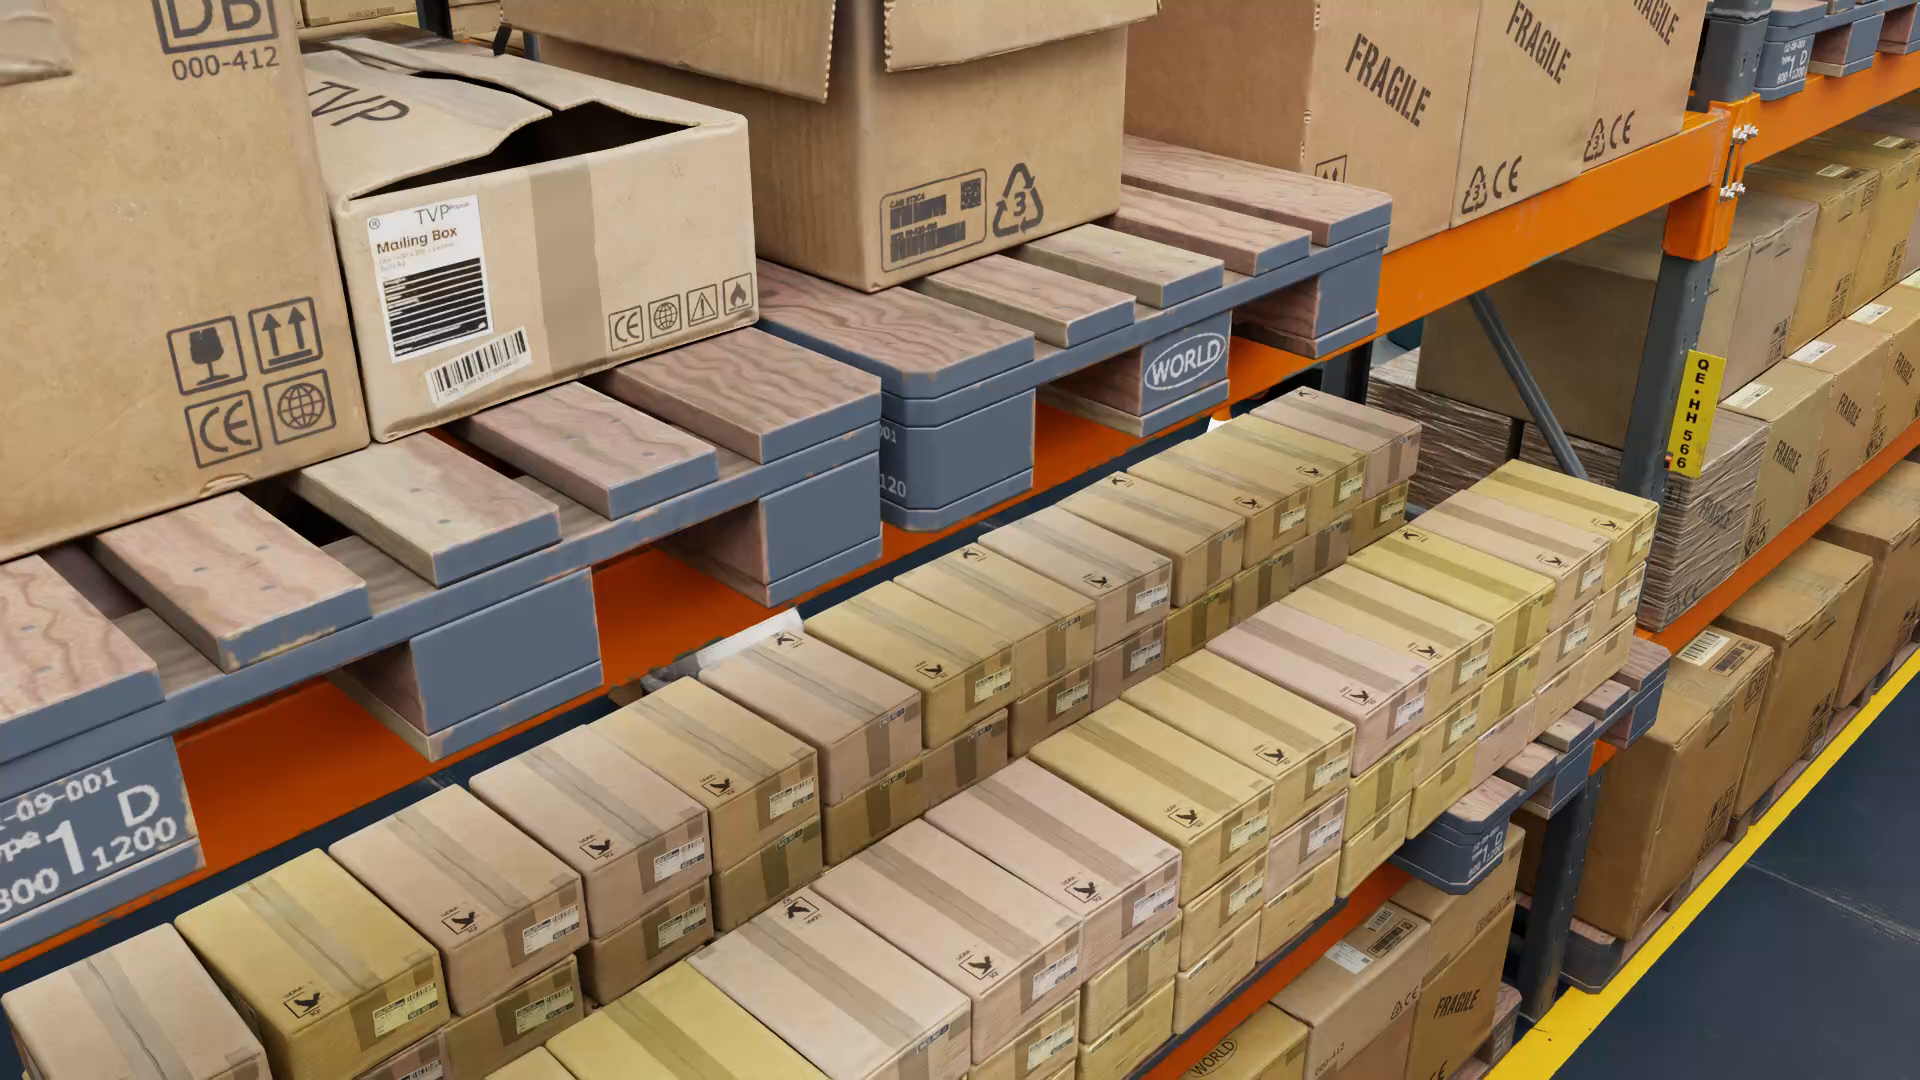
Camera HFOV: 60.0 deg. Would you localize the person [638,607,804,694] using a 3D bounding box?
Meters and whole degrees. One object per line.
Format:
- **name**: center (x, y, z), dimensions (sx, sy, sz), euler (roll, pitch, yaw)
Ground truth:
- **person**: center (-1.020, 0.331, 6.276), dimensions (0.888, 1.016, 0.589), euler (24, 36, 38)
